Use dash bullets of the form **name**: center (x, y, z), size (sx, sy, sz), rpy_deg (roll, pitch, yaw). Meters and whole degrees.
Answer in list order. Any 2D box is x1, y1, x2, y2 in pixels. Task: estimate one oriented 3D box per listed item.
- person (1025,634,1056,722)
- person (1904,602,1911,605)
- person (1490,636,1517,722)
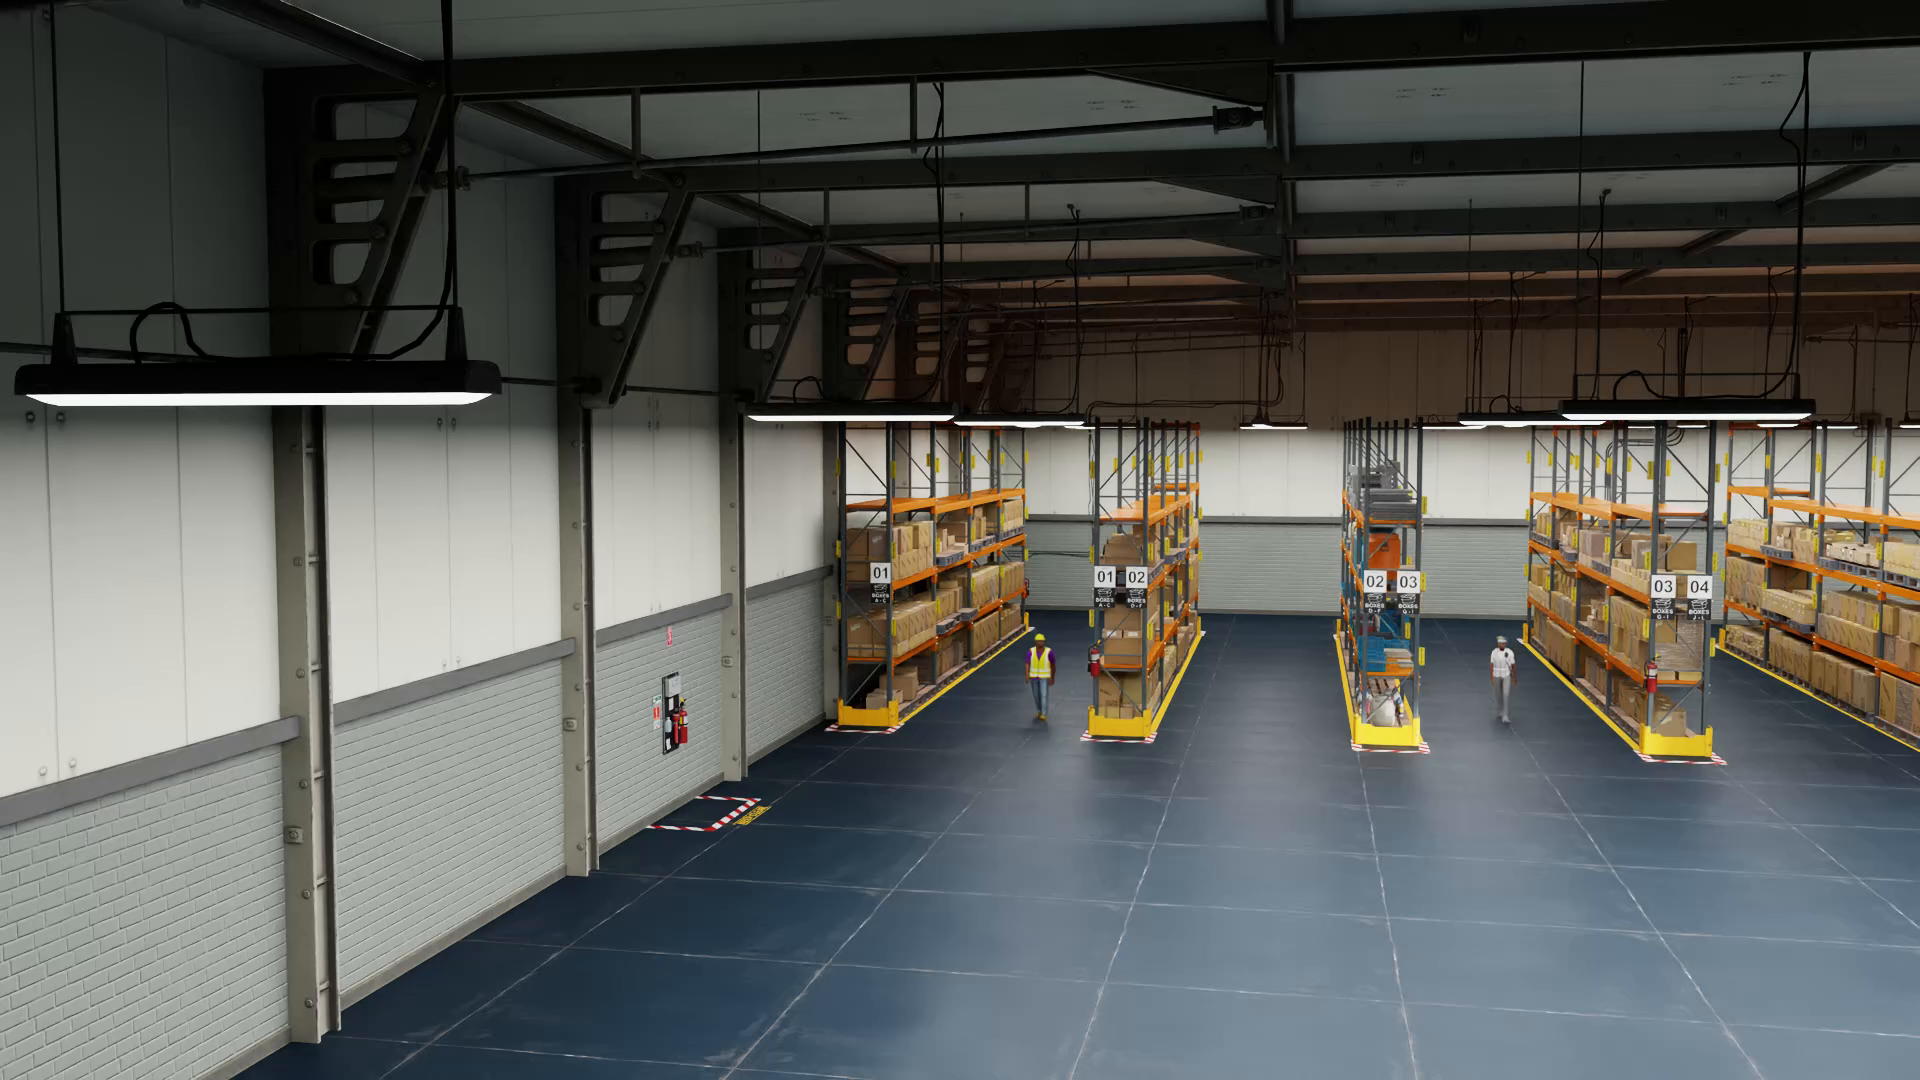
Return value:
- **person**: center (1.560, 2.713, 32.870), size (0.579, 1.704, 1.045), rpy_deg (1, 4, 21)
- **person**: center (23.064, 2.321, 40.428), size (0.406, 1.612, 0.646), rpy_deg (-1, 4, -11)
- **person**: center (10.798, 2.733, 33.109), size (0.489, 1.648, 0.867), rpy_deg (3, 5, 36)
